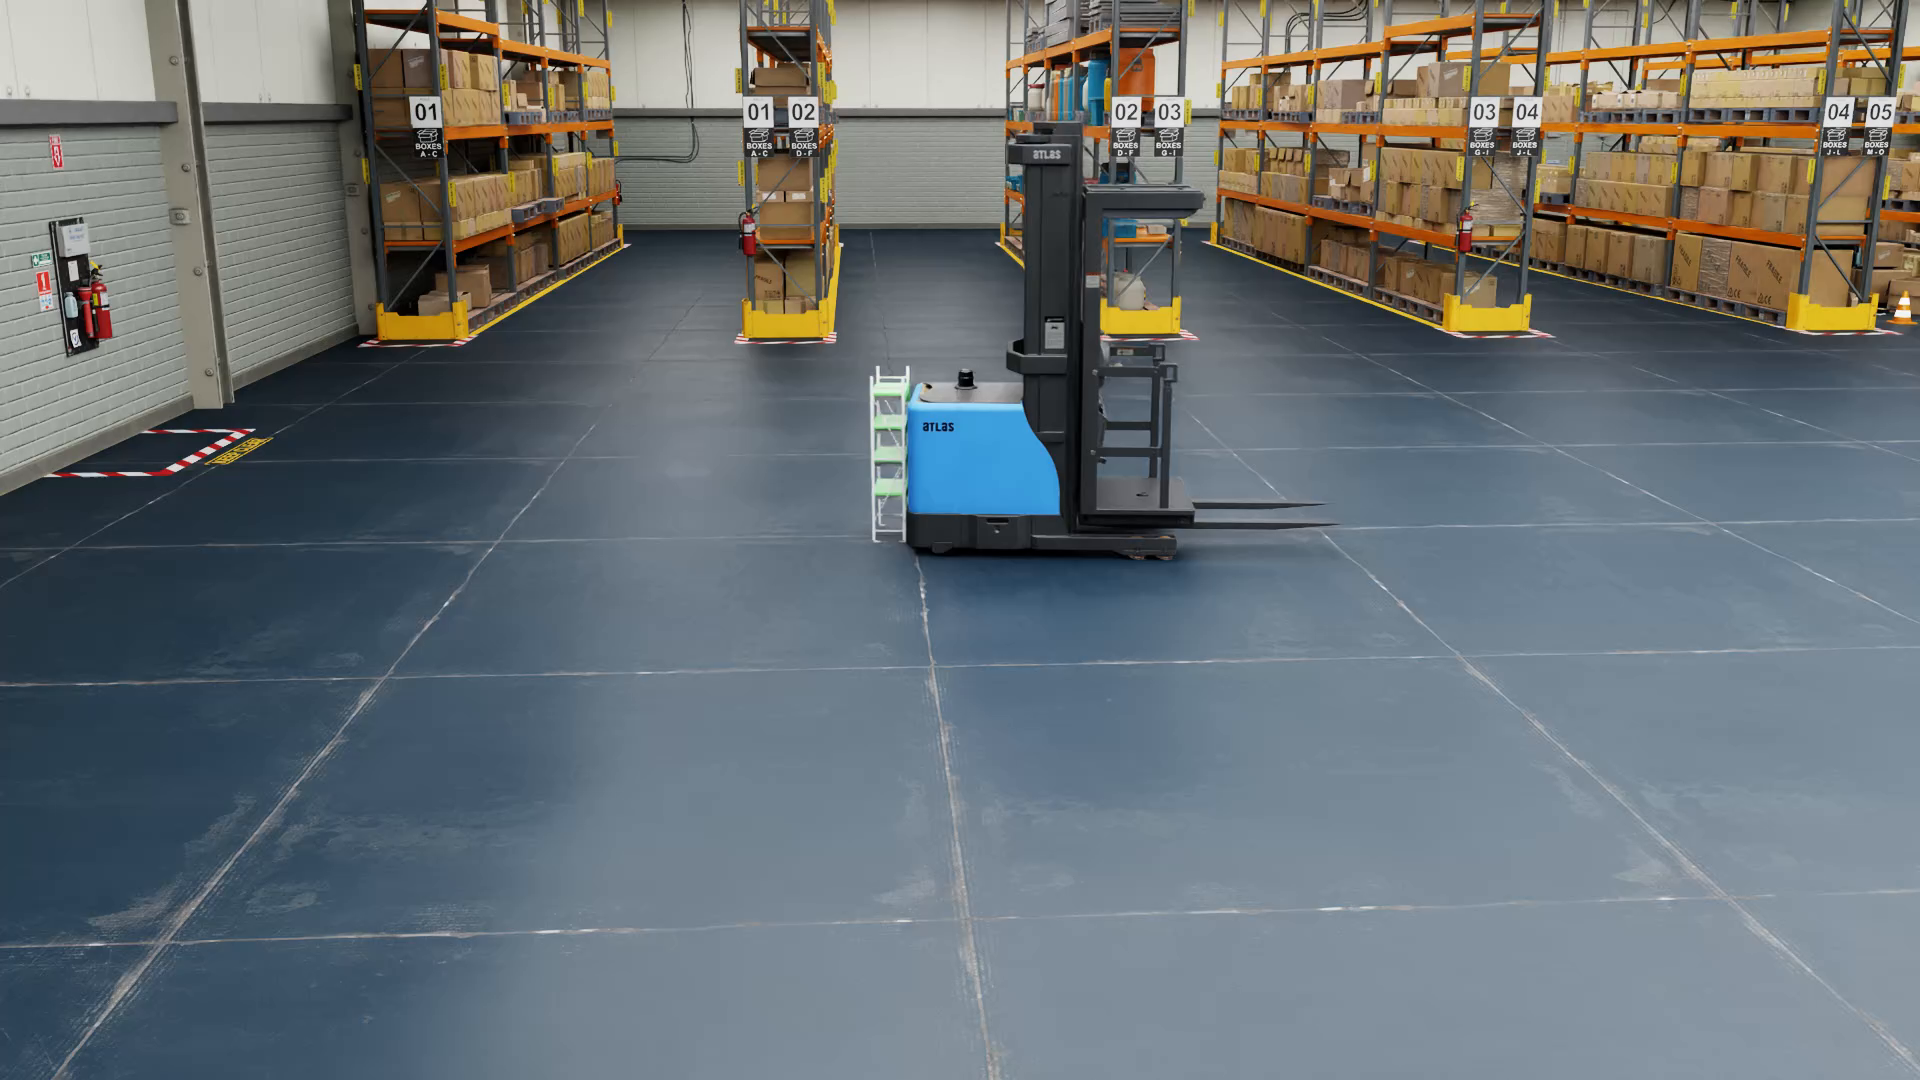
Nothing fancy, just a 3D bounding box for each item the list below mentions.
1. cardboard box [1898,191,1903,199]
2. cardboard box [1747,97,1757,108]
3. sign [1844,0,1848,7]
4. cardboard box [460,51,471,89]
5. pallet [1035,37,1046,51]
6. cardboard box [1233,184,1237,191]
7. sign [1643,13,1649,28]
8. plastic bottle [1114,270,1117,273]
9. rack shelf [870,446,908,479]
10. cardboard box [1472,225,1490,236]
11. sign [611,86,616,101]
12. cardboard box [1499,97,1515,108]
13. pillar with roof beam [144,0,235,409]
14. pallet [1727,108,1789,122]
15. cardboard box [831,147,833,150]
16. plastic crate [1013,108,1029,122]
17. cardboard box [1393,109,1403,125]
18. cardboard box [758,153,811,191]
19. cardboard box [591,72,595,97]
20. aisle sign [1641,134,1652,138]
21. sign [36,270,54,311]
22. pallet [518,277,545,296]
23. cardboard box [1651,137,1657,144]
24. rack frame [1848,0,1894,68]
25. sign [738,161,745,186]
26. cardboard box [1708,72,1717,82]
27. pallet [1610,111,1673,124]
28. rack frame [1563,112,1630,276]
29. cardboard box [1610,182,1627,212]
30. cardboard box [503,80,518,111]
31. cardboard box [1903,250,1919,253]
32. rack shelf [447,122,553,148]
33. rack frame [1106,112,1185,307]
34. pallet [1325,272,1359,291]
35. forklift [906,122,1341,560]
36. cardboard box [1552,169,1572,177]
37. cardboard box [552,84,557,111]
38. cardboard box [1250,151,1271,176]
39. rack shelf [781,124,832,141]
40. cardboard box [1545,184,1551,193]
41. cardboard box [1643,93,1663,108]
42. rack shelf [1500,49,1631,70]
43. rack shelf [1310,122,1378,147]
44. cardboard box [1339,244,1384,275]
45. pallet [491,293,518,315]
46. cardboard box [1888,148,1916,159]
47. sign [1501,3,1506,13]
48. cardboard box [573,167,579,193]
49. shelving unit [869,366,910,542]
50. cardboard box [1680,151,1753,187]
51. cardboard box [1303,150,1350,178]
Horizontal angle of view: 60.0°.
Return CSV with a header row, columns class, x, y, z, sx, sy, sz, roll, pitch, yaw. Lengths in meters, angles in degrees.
class,x,y,z,sx,sy,sz,roll,pitch,yaw
cardboard box,16.859,-6.107,29.405,0.380,0.149,0.250,-1,14,-5
cardboard box,11.989,-6.524,24.805,0.380,0.149,0.250,-1,14,-3
sign,16.327,-10.001,30.644,0.100,0.325,0.005,-1,14,-3
cardboard box,-7.151,-6.551,23.201,0.500,0.500,0.500,0,14,-2
pallet,2.032,-9.146,30.697,1.213,0.211,1.003,-1,14,-3
cardboard box,6.283,-7.815,36.884,0.380,0.149,0.250,-1,14,-5
sign,15.831,-11.993,38.386,0.100,0.325,0.005,-1,14,-3
plastic bottle,2.478,-4.124,26.467,0.144,0.351,0.185,-1,14,-3
rack shelf,-0.501,-0.566,12.074,0.258,0.148,0.480,1,14,2
cardboard box,7.262,-4.379,23.531,0.380,0.149,0.250,-1,14,-3
sign,-7.795,-10.031,37.356,0.100,0.325,0.005,-1,14,-3
cardboard box,7.699,-6.078,23.112,0.380,0.149,0.250,-1,14,-4
pillar with roof beam,-3.584,-5.844,16.681,9.100,9.000,0.400,-1,14,-3
pallet,12.307,-6.383,24.972,1.003,0.211,1.213,-1,14,-3
cardboard box,-2.894,-7.920,34.580,0.500,0.500,0.500,-1,14,-2
plastic crate,1.380,-9.175,35.885,0.437,0.282,0.530,-1,14,-3
cardboard box,7.048,-6.561,25.787,0.500,0.250,0.500,-1,14,-4
cardboard box,-2.422,-5.087,22.975,0.700,0.500,0.500,-1,14,-3
cardboard box,-7.892,-9.493,34.633,0.500,0.500,0.500,-1,14,-5
aisle sign,16.091,-9.838,39.025,0.394,0.787,0.004,-1,14,-3
sign,-7.835,-2.135,14.234,0.001,0.329,0.234,-1,14,-3
pallet,-7.722,-4.346,28.493,1.003,0.211,1.213,-1,14,-3
cardboard box,16.120,-9.189,38.212,0.380,0.149,0.250,0,14,-2
rack frame,21.339,-11.548,38.851,1.000,3.000,0.127,-1,14,-3
sign,-2.944,-4.952,22.453,0.100,0.325,0.005,-1,14,-3
cardboard box,11.910,-7.226,25.933,0.380,0.149,0.250,-1,14,-4
pallet,12.112,-7.398,29.119,1.003,0.211,1.213,0,14,-1
rack frame,11.947,-6.474,31.169,1.000,3.000,0.127,-1,14,-3
cardboard box,11.799,-6.031,29.246,0.500,0.500,0.500,-1,14,-4
cardboard box,-7.624,-7.347,27.498,0.500,0.500,0.500,-1,14,-5
cardboard box,17.001,-4.994,29.846,0.950,0.372,0.625,0,14,-2
rack shelf,-7.718,-6.800,27.861,1.077,0.370,4.000,-1,14,-3
rack frame,2.542,-4.357,22.940,1.000,3.000,0.127,-1,14,-3
pallet,7.109,-4.575,29.385,1.003,0.211,1.213,-1,14,-3
forklift,1.156,-1.416,11.647,3.031,2.935,1.130,1,14,2
cardboard box,11.459,-6.959,31.521,0.380,0.149,0.250,-1,15,-6
cardboard box,-8.079,-8.419,31.624,0.700,0.500,0.500,-1,14,-3
cardboard box,6.447,-7.962,35.152,0.500,0.500,0.500,0,14,-2
rack shelf,-3.022,-7.872,32.028,1.077,0.370,4.000,-1,14,-3
cardboard box,11.444,-6.733,31.838,0.380,0.149,0.250,-1,14,-4
cardboard box,11.898,-7.415,28.063,0.500,0.250,0.500,-1,14,-4
rack shelf,11.823,-9.335,32.495,1.077,0.370,4.000,-1,14,-3
rack shelf,7.114,-7.030,28.752,1.077,0.370,4.000,-1,14,-3
cardboard box,7.140,-4.980,29.497,0.700,0.500,0.500,0,14,1
pallet,-7.517,-3.682,25.912,1.003,0.211,1.213,-1,14,-3
cardboard box,21.192,-8.588,37.582,0.500,0.500,0.500,-1,14,-2
sign,11.156,-10.861,34.147,0.100,0.325,0.005,-1,14,-3
cardboard box,-7.745,-7.028,32.483,0.500,0.500,0.500,-1,14,-3
shelving unit,-0.501,-0.628,12.058,0.258,1.200,0.503,1,14,2
cardboard box,12.183,-5.983,26.791,0.875,0.550,0.550,-1,14,-3
cardboard box,6.961,-7.139,31.540,0.797,0.503,0.637,0,14,-2
